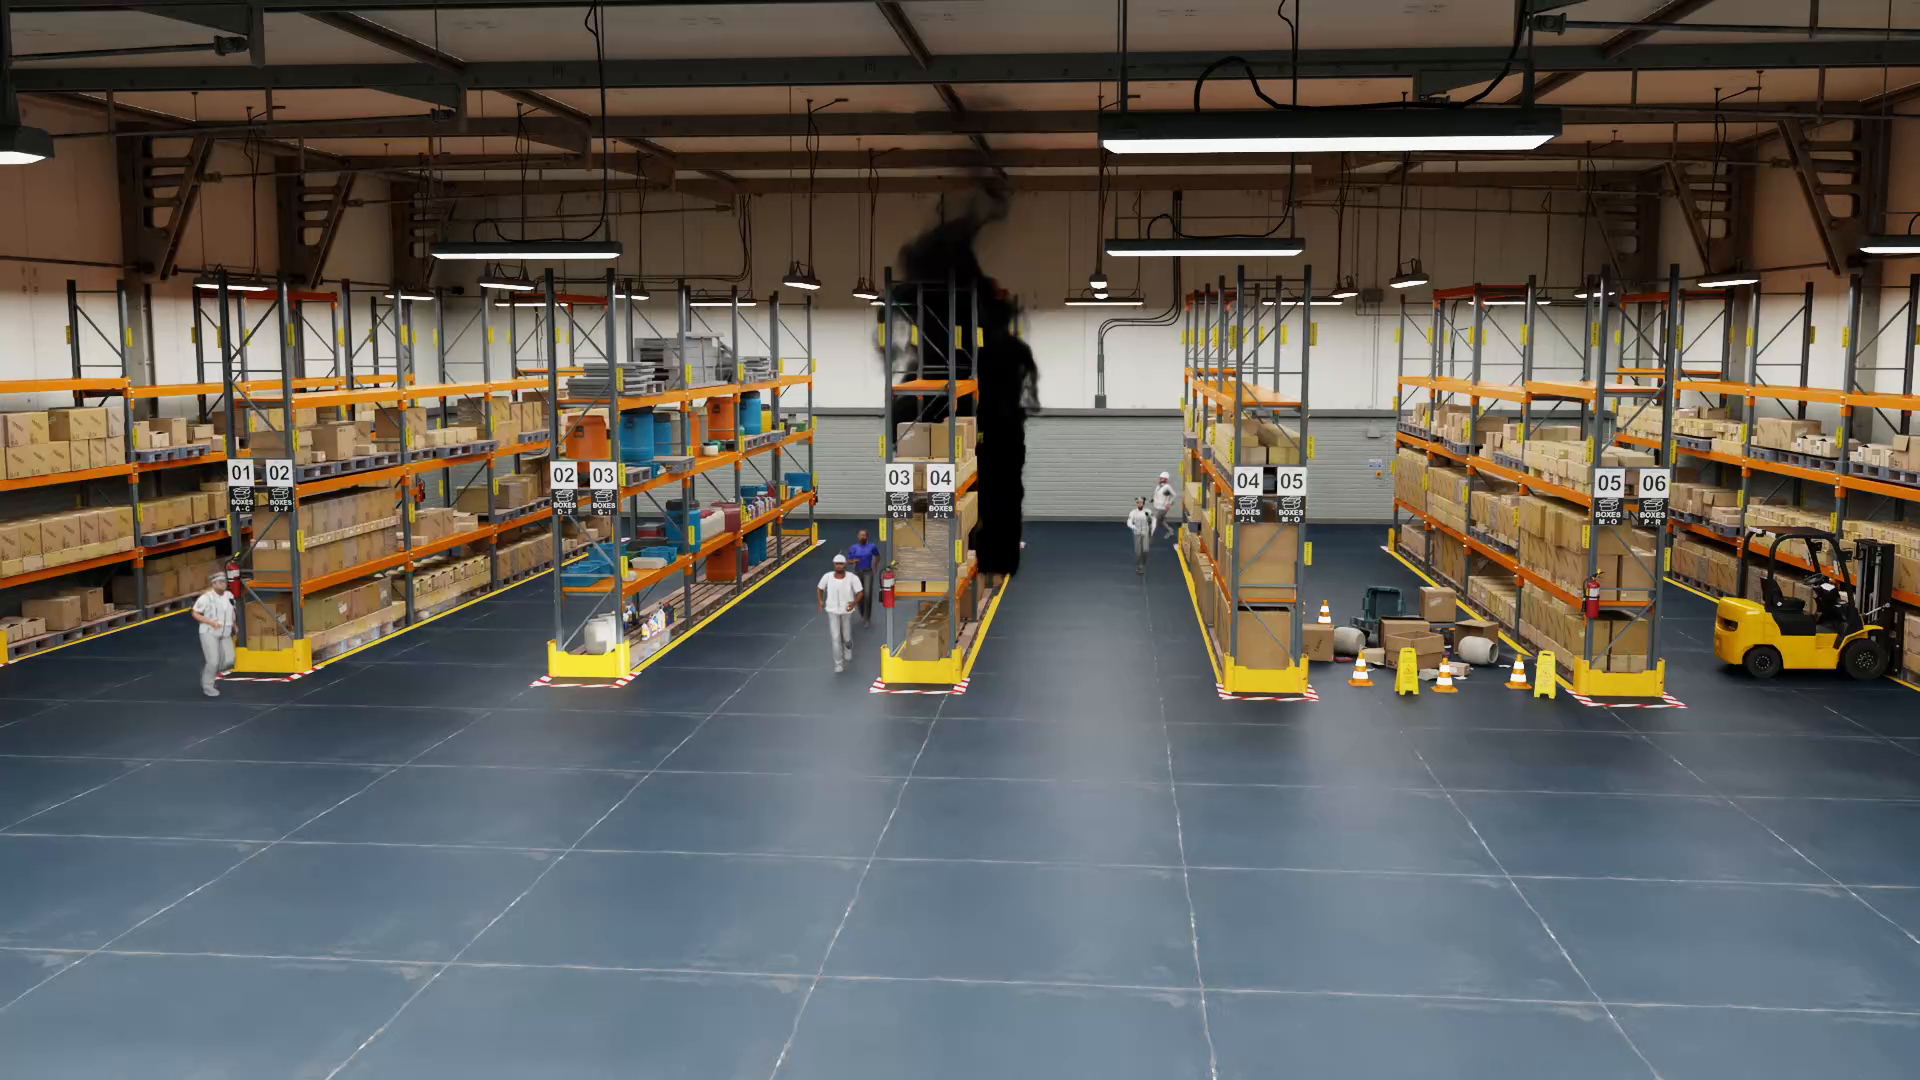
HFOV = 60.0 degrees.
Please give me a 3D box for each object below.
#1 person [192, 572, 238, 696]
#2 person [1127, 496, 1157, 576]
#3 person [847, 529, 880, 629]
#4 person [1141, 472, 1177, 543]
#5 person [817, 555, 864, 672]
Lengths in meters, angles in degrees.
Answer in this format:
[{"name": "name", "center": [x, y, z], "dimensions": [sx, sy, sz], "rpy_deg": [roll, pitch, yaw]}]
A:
[{"name": "person", "center": [-10.473, 1.304, 23.484], "dimensions": [0.643, 1.724, 0.705], "rpy_deg": [5, 8, 35]}, {"name": "person", "center": [3.843, -0.096, 35.205], "dimensions": [0.619, 1.685, 0.644], "rpy_deg": [1, 7, 8]}, {"name": "person", "center": [-1.678, 0.675, 28.947], "dimensions": [0.556, 1.701, 0.714], "rpy_deg": [0, 7, 2]}, {"name": "person", "center": [4.887, -0.787, 40.444], "dimensions": [0.953, 1.752, 0.725], "rpy_deg": [-2, 7, -19]}, {"name": "person", "center": [-1.810, 1.078, 25.110], "dimensions": [0.723, 1.747, 0.790], "rpy_deg": [0, 7, 2]}]
